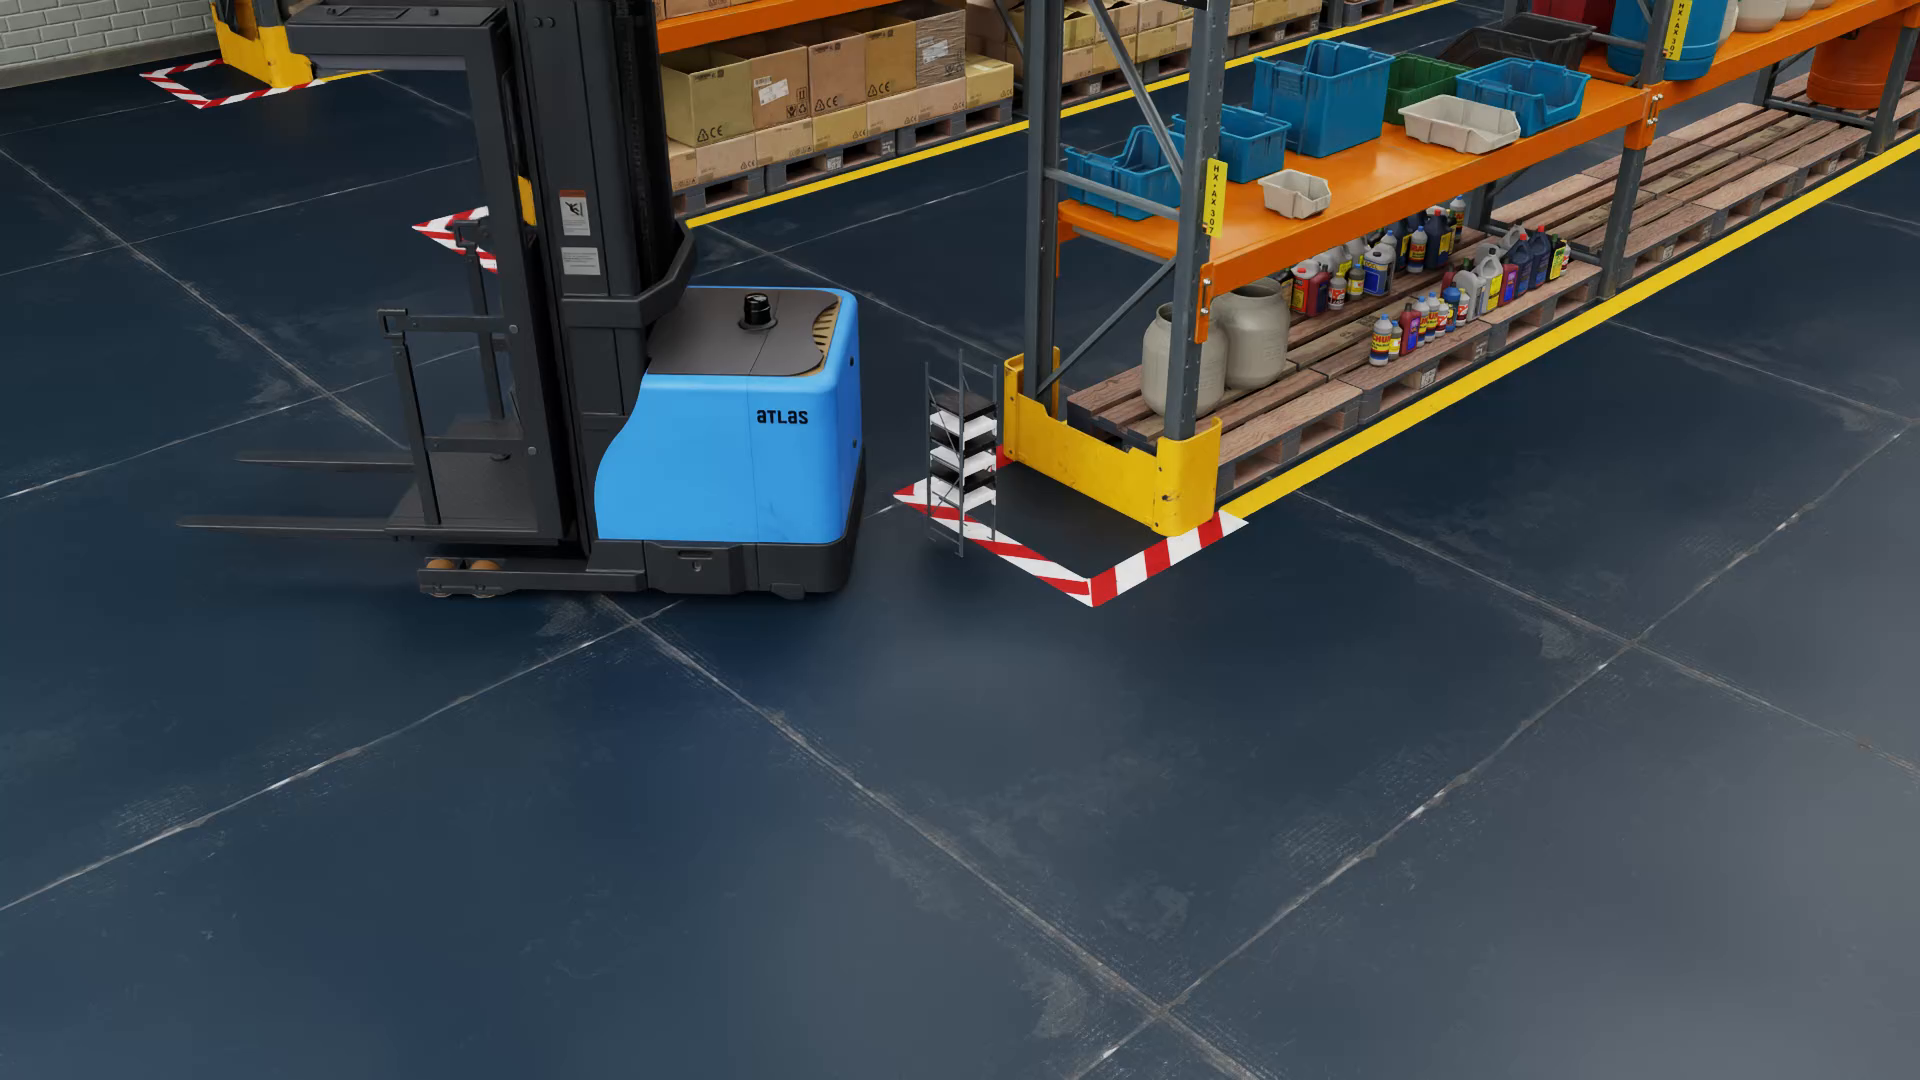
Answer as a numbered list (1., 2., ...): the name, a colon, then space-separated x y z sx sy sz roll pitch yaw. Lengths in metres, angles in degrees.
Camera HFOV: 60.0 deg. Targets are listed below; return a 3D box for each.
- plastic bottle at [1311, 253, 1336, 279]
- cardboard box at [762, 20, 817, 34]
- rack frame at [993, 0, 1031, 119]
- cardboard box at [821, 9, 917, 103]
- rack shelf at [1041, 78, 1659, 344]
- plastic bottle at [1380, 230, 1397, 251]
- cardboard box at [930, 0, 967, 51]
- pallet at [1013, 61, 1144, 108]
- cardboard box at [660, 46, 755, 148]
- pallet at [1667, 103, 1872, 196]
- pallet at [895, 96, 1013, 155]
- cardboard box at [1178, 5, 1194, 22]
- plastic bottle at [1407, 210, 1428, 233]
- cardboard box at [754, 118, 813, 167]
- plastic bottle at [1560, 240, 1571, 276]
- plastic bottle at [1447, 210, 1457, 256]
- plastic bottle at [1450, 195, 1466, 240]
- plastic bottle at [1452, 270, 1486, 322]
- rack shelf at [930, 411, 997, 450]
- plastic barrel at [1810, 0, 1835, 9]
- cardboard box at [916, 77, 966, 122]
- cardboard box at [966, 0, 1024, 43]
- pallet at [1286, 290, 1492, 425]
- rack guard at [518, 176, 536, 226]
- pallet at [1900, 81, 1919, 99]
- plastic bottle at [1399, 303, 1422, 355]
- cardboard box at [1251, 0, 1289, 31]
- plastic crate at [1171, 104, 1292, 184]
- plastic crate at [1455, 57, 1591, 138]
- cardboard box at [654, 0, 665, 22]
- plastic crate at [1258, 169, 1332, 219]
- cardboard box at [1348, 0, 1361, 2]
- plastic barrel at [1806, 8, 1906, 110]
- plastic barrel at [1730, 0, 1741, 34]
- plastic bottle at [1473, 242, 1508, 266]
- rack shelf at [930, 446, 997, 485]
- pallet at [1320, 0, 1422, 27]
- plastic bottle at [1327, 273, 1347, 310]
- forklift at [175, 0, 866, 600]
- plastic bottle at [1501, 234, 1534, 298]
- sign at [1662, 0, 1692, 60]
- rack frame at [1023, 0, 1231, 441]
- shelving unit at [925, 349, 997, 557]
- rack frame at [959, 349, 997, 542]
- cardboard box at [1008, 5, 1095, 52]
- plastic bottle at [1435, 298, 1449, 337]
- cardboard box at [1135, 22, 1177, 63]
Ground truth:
1. plastic bottle: 2.046 -1.492 9.504 0.135 0.276 0.152 -27 41 -37
2. cardboard box: -1.391 -3.583 12.248 0.500 0.500 0.500 -26 40 -35
3. rack frame: 0.260 -4.834 12.781 0.127 3.000 1.000 -26 40 -35
4. cardboard box: -0.670 -3.561 12.212 0.500 0.500 0.500 -26 40 -35
5. rack shelf: 2.159 -1.922 8.707 4.000 0.370 1.077 -26 40 -35
6. plastic bottle: 2.531 -1.701 9.850 0.097 0.271 0.097 0 31 0
7. cardboard box: -0.293 -4.116 13.120 0.500 0.500 0.500 -26 40 -35
8. pallet: 0.774 -3.921 13.960 1.213 0.211 1.003 -26 40 -35
9. cardboard box: -1.763 -3.025 11.336 0.500 0.500 0.500 -26 40 -35
10. pallet: 5.964 -2.907 12.302 1.213 0.211 1.003 -26 40 -35
11. pallet: -0.351 -3.379 13.073 1.213 0.211 1.003 -26 40 -35
12. cardboard box: 1.859 -4.677 14.219 0.500 0.311 0.500 -25 39 -34
13. plastic bottle: 2.751 -1.868 10.047 0.185 0.351 0.144 -25 39 -34
14. cardboard box: -1.397 -2.883 11.822 0.500 0.250 0.500 -26 40 -35
15. plastic bottle: 3.571 -1.684 9.890 0.097 0.201 0.097 0 31 0
16. plastic bottle: 2.948 -1.856 10.092 0.133 0.283 0.061 -26 40 -35
17. plastic bottle: 3.094 -2.017 10.366 0.097 0.271 0.097 0 31 0
18. plastic bottle: 2.850 -1.386 9.331 0.135 0.276 0.152 -25 39 -35
19. rack shelf: 0.006 -0.512 7.443 0.200 0.077 0.258 -26 40 -35
20. plastic barrel: 5.641 -3.809 10.996 0.421 0.512 0.421 0 31 0
21. cardboard box: -0.305 -3.419 12.699 0.500 0.250 0.500 -26 40 -35
22. cardboard box: 0.362 -4.333 13.656 0.500 0.311 0.500 -26 40 -35
23. pallet: 2.210 -1.091 9.332 1.213 0.211 1.003 -26 40 -35
24. rack guard: -2.690 -2.341 11.098 0.348 0.500 1.175 -26 40 -35
25. pallet: 8.003 -3.893 13.915 1.213 0.211 1.003 -26 40 -35
26. plastic bottle: 2.412 -1.145 8.930 0.133 0.283 0.061 -25 39 -35
27. cardboard box: 2.598 -4.795 14.950 0.500 0.250 0.500 -26 40 -36
28. plastic crate: 1.336 -1.976 8.249 0.408 0.251 0.499 -26 40 -35
29. plastic crate: 2.999 -2.378 8.907 0.616 0.251 0.499 -26 40 -35
30. cardboard box: -2.322 -3.619 10.697 0.500 0.500 0.700 -26 40 -35
31. plastic crate: 1.567 -1.601 7.746 0.250 0.136 0.298 -26 40 -35
32. cardboard box: 3.721 -5.427 15.723 0.500 0.500 0.500 -24 39 -34
33. plastic barrel: 6.906 -3.790 12.751 0.708 0.830 0.600 -26 40 -35
34. plastic barrel: 4.700 -3.290 10.388 0.301 0.262 0.301 0 31 0
35. plastic bottle: 3.089 -1.605 9.688 0.135 0.276 0.152 -26 40 -35
36. rack shelf: 0.006 -0.358 7.537 0.200 0.077 0.258 -26 40 -35
37. pallet: 3.767 -5.314 16.238 1.213 0.211 1.003 -26 40 -35
38. plastic bottle: 2.145 -1.419 9.457 0.097 0.201 0.097 0 31 0
39. forklift: -1.985 -1.267 7.013 3.031 2.935 1.130 1 31 2
40. plastic bottle: 3.208 -1.589 9.591 0.144 0.351 0.185 27 40 37
41. sign: 3.991 -2.842 9.257 0.005 0.325 0.100 -26 40 -35
42. rack frame: 0.692 -1.519 7.359 0.127 3.000 1.000 -26 40 -35
43. shelving unit: 0.006 -0.387 7.520 0.210 0.900 0.258 -26 40 -35
44. rack frame: 0.080 -0.423 7.579 0.006 0.900 0.240 -26 40 -35
45. cardboard box: 0.733 -4.131 13.326 0.500 0.311 0.500 -26 40 -35
46. plastic bottle: 2.631 -1.229 9.146 0.097 0.201 0.097 0 31 0
47. cardboard box: 1.478 -4.254 14.065 0.500 0.250 0.500 -27 41 -37
